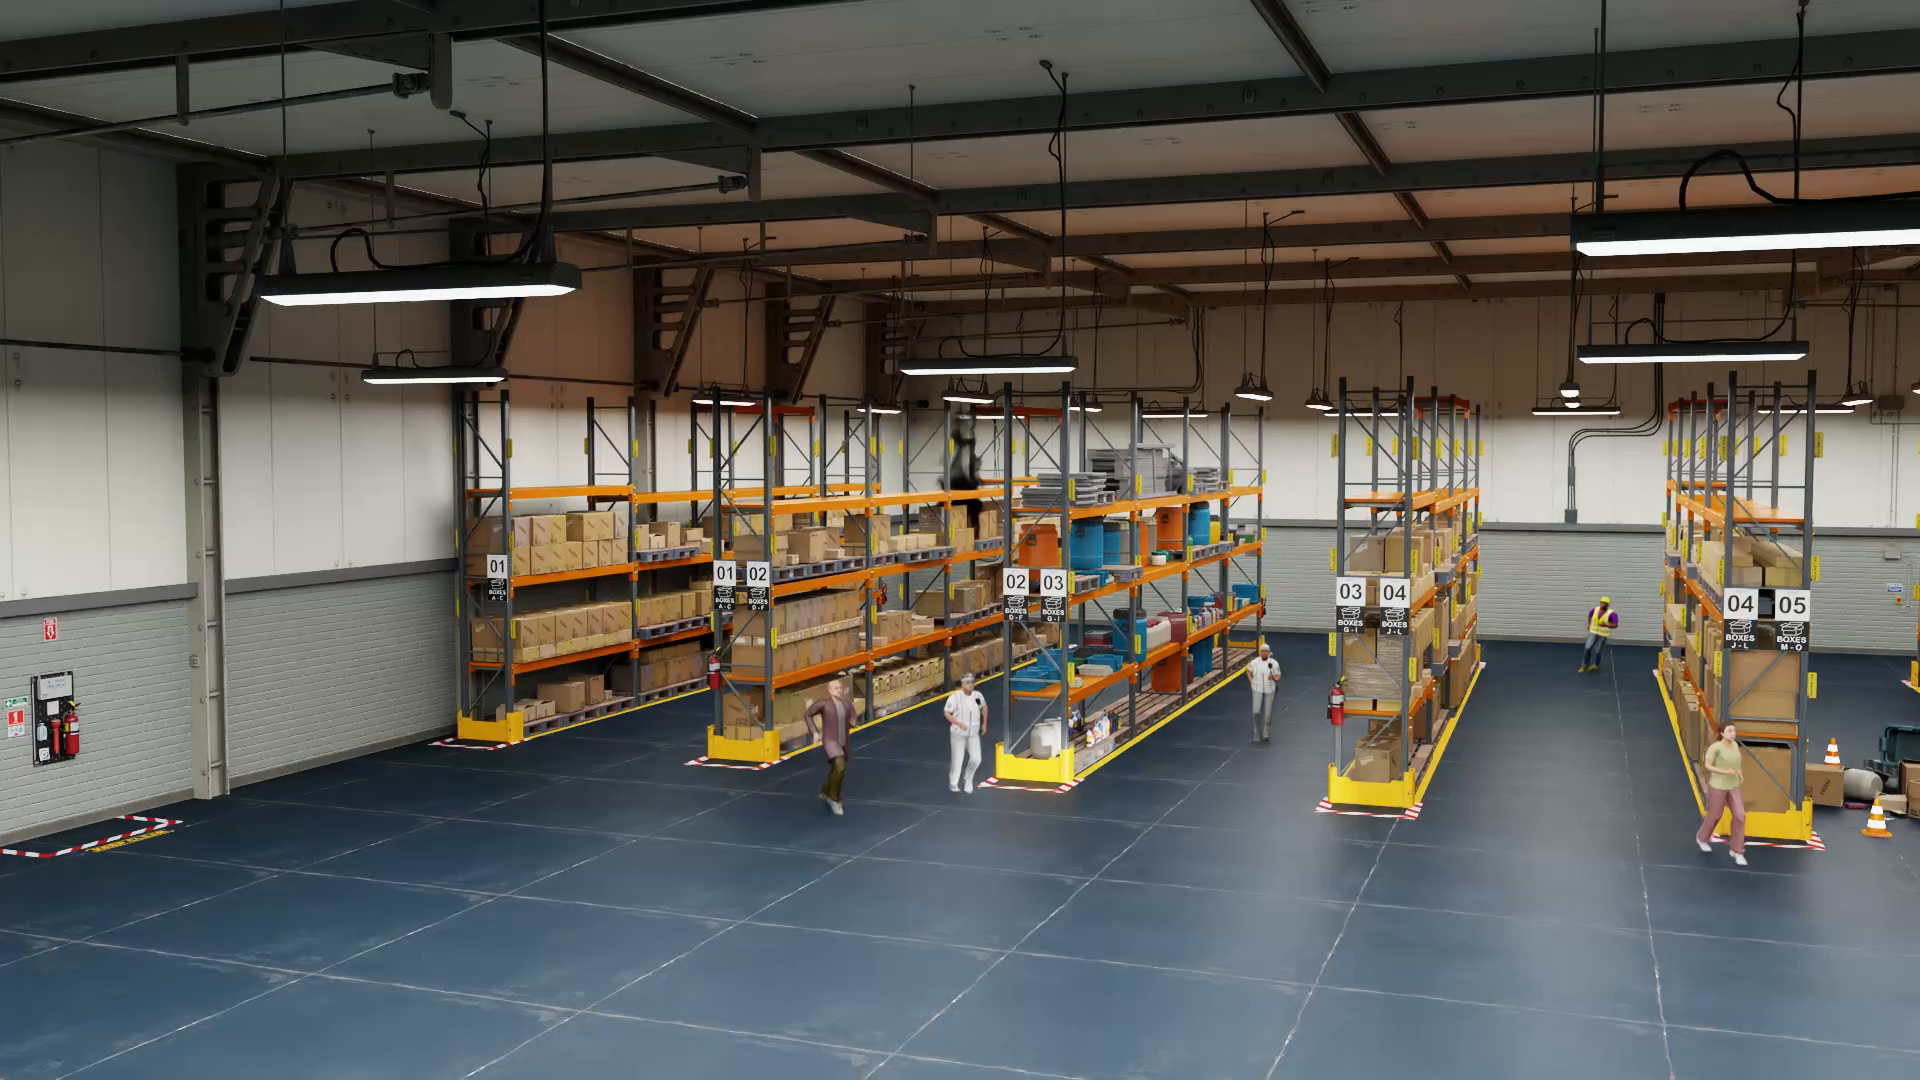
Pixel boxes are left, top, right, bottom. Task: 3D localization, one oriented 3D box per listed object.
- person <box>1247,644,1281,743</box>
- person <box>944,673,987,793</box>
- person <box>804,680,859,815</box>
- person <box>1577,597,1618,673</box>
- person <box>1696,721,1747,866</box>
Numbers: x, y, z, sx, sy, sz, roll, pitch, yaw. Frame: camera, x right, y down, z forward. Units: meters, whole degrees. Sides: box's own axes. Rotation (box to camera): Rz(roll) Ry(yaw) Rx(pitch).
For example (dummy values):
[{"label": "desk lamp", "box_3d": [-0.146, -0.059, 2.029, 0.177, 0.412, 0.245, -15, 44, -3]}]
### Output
[{"label": "person", "box_3d": [5.175, 2.624, 28.344, 0.583, 1.702, 0.661, 1, 3, 11]}, {"label": "person", "box_3d": [0.121, 2.814, 24.120, 0.710, 1.797, 0.589, -1, 3, -18]}, {"label": "person", "box_3d": [-1.718, 2.855, 22.969, 0.674, 1.843, 0.820, -3, 4, -43]}, {"label": "person", "box_3d": [14.246, 2.127, 37.041, 0.817, 1.754, 0.721, 2, 4, 33]}, {"label": "person", "box_3d": [9.298, 3.057, 20.270, 0.587, 1.736, 0.771, -1, 3, -12]}]
